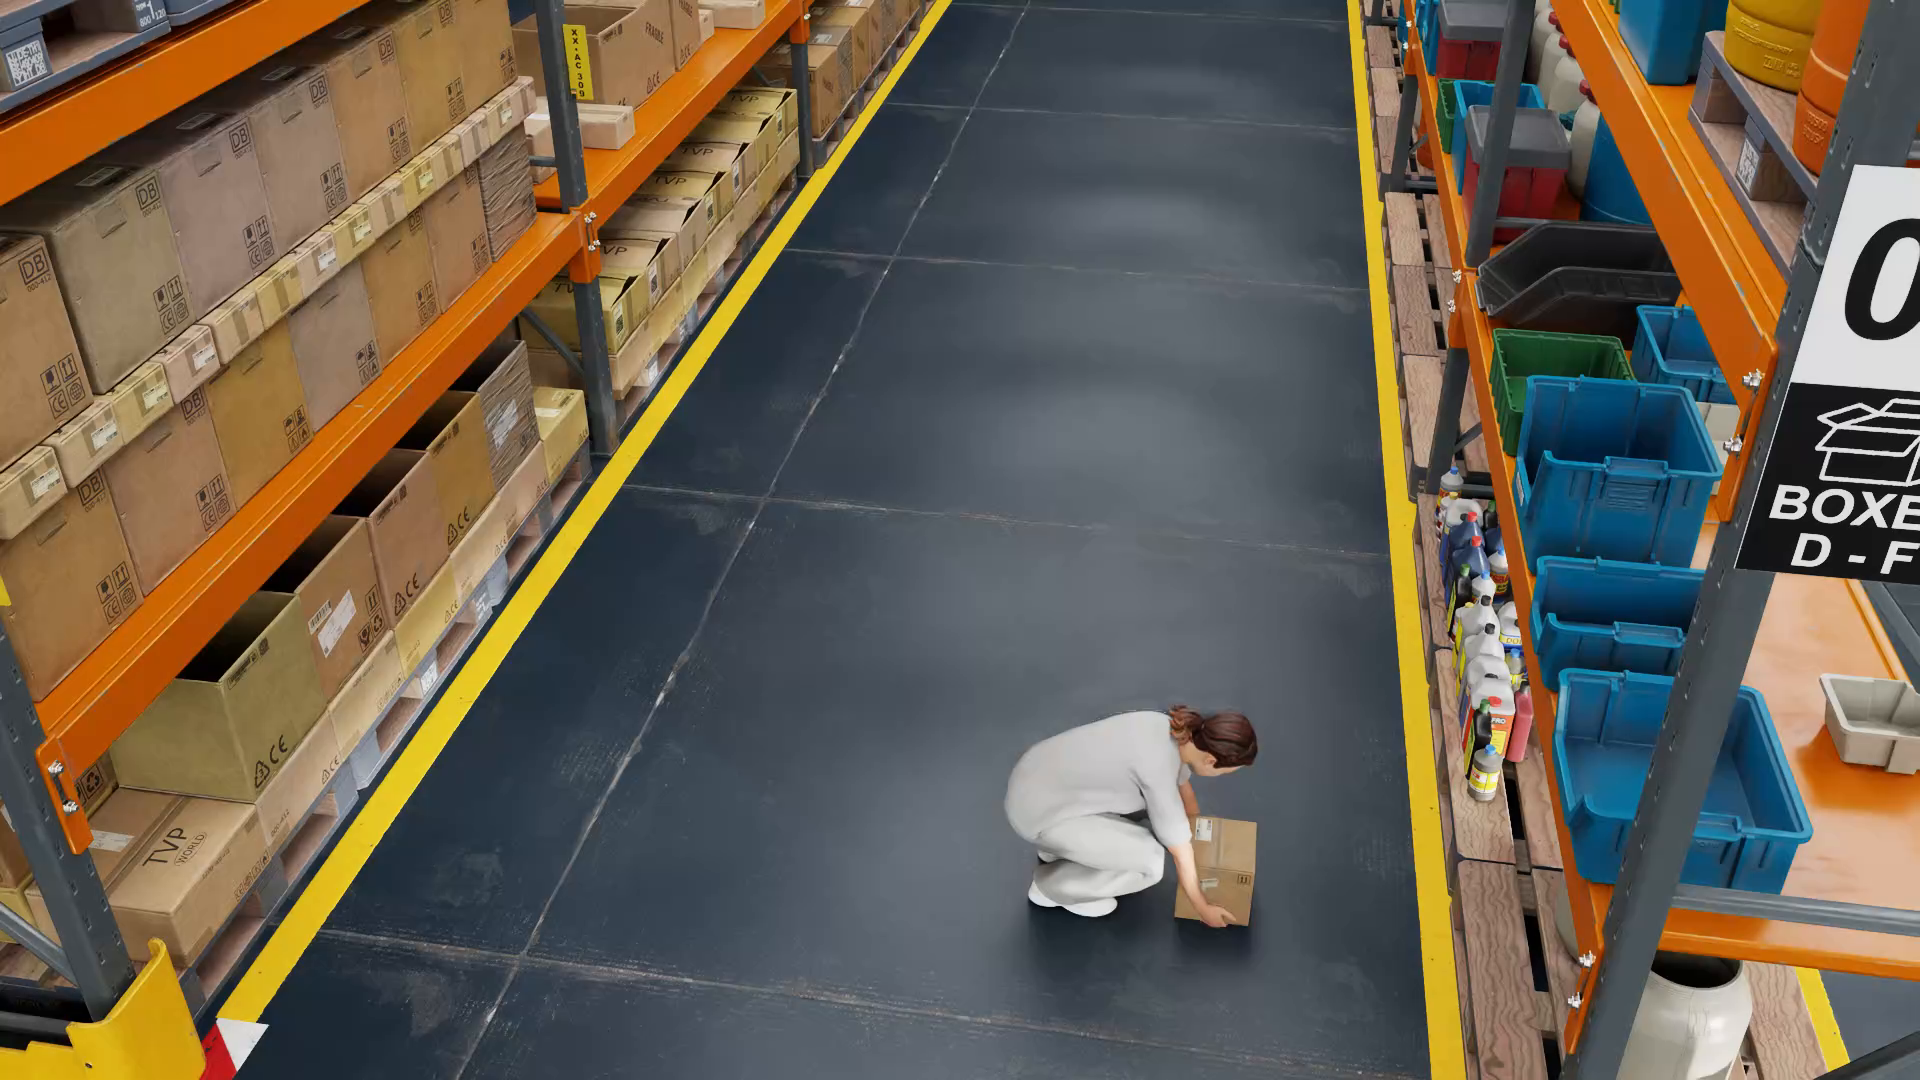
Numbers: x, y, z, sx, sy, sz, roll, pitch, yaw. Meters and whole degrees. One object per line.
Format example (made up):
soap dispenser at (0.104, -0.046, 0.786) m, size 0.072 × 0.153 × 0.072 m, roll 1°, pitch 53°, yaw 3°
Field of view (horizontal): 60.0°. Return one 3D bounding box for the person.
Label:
person at (0.564, 0.907, 5.621) m, size 0.821 × 0.800 × 0.477 m, roll 5°, pitch 33°, yaw 8°
